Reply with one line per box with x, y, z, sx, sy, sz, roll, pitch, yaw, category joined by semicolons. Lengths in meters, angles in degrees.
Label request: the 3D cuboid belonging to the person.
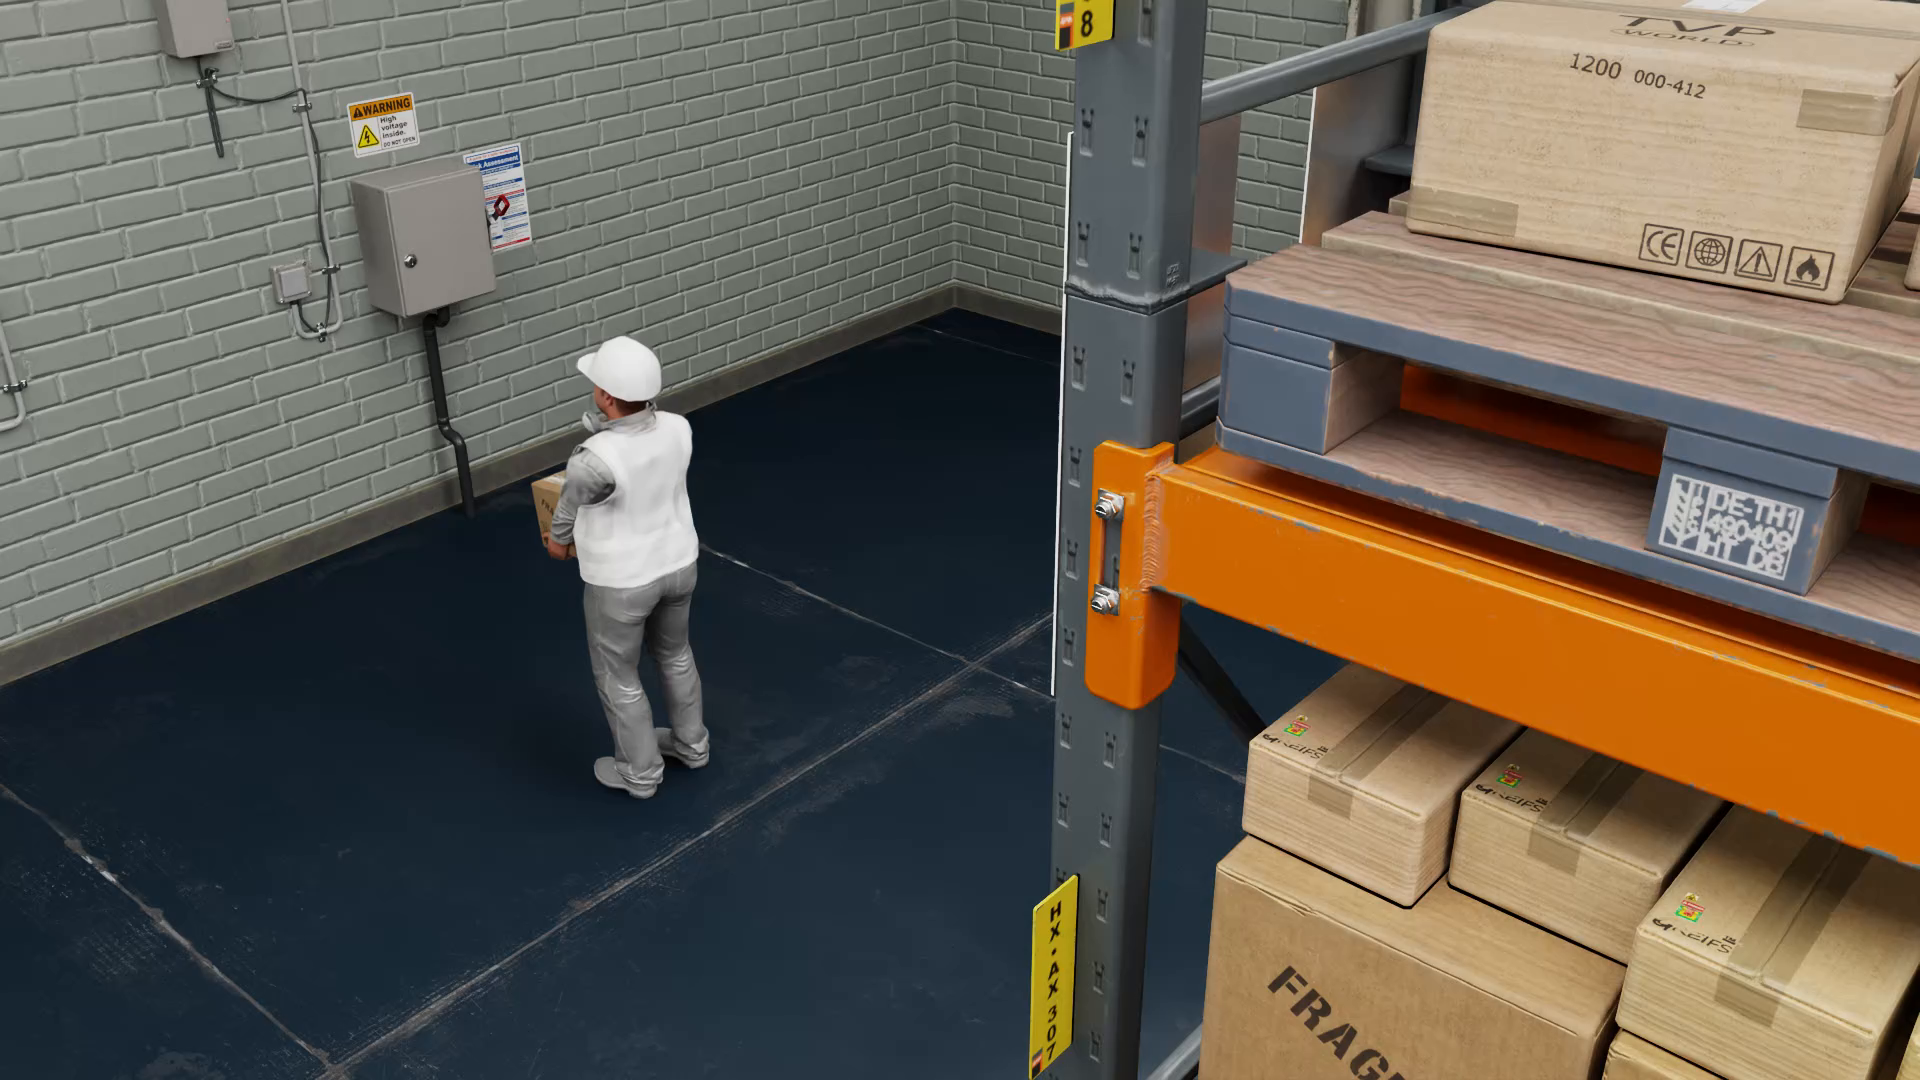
-1.226;0.075;5.953;0.558;1.762;0.494;21;34;36;person
